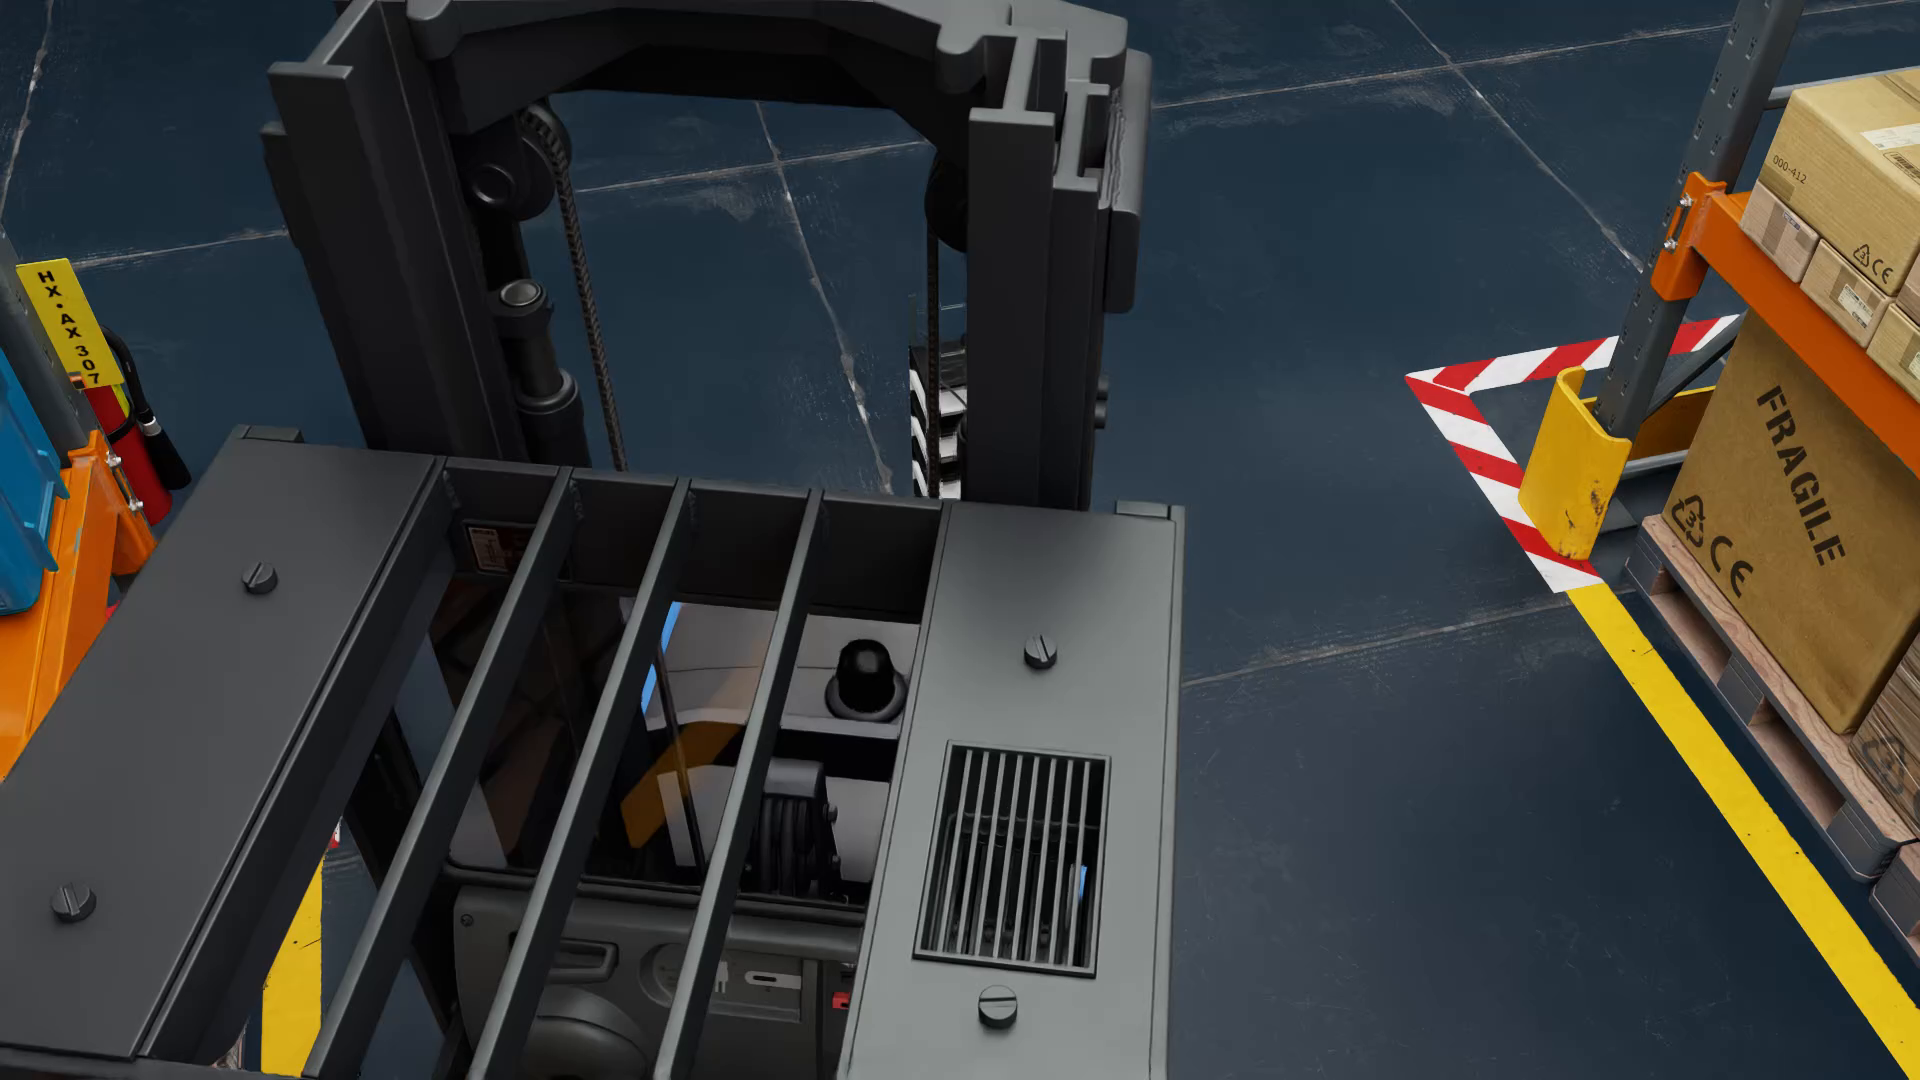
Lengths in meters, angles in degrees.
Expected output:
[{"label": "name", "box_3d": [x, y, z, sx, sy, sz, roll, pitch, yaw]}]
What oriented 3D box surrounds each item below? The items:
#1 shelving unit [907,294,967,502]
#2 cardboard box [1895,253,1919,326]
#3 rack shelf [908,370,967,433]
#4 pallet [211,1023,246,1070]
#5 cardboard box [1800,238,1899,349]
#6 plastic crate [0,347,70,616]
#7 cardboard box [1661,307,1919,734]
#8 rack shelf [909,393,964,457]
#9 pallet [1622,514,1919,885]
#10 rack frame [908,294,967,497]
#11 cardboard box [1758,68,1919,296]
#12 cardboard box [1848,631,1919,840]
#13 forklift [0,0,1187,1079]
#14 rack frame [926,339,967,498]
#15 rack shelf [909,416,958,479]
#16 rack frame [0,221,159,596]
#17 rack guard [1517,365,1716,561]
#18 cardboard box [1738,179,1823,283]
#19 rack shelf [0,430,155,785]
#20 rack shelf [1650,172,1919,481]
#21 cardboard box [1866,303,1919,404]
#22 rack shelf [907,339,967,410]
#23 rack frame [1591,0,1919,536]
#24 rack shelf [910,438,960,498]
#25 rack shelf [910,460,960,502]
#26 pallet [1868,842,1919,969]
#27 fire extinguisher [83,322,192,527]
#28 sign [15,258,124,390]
[{"label": "shelving unit", "box_3d": [-0.002, -0.321, 4.934, 0.258, 0.900, 0.210, -11, 47, -10]}, {"label": "cardboard box", "box_3d": [2.406, -0.496, 3.533, 0.500, 0.250, 0.500, -11, 47, -11]}, {"label": "rack shelf", "box_3d": [-0.002, -0.423, 4.829, 0.258, 0.077, 0.200, -11, 47, -10]}, {"label": "pallet", "box_3d": [-2.210, 1.275, 3.853, 1.003, 0.211, 1.213, -11, 47, -10]}, {"label": "cardboard box", "box_3d": [2.244, -0.613, 3.926, 0.380, 0.149, 0.250, -11, 47, -11]}, {"label": "plastic crate", "box_3d": [-2.117, -0.114, 3.195, 0.616, 0.435, 0.499, -11, 47, -10]}, {"label": "cardboard box", "box_3d": [2.646, -0.159, 4.500, 0.875, 0.875, 0.875, -11, 47, -10]}, {"label": "rack shelf", "box_3d": [-0.002, -0.360, 4.894, 0.258, 0.077, 0.200, -11, 47, -10]}, {"label": "pallet", "box_3d": [2.685, 0.330, 4.778, 1.003, 0.211, 1.213, -11, 47, -10]}, {"label": "rack frame", "box_3d": [-0.028, -0.391, 5.003, 0.240, 0.900, 0.006, -11, 47, -10]}, {"label": "cardboard box", "box_3d": [2.266, -0.854, 3.884, 0.500, 0.250, 0.500, -12, 47, -11]}, {"label": "cardboard box", "box_3d": [2.879, 0.469, 3.884, 0.875, 0.875, 0.875, -11, 47, -10]}, {"label": "forklift", "box_3d": [-0.328, 0.850, 2.365, 1.130, 2.935, 3.031, 5, 46, 5]}, {"label": "rack frame", "box_3d": [0.024, -0.250, 4.865, 0.240, 0.900, 0.006, -11, 47, -10]}, {"label": "rack shelf", "box_3d": [-0.002, -0.297, 4.958, 0.258, 0.077, 0.200, -11, 47, -10]}, {"label": "rack frame", "box_3d": [-2.383, -0.278, 3.422, 1.000, 3.000, 0.127, -11, 47, -10]}, {"label": "rack guard", "box_3d": [2.398, -0.325, 5.218, 1.175, 0.500, 0.348, -11, 47, -10]}, {"label": "cardboard box", "box_3d": [2.176, -0.790, 4.100, 0.380, 0.149, 0.250, -10, 46, -10]}, {"label": "rack shelf", "box_3d": [-1.871, 1.355, 2.326, 1.077, 0.370, 4.000, -11, 47, -10]}, {"label": "rack shelf", "box_3d": [2.917, 0.449, 3.213, 1.077, 0.370, 4.000, -11, 47, -10]}, {"label": "cardboard box", "box_3d": [2.309, -0.436, 3.753, 0.380, 0.149, 0.250, -12, 47, -11]}, {"label": "rack shelf", "box_3d": [-0.002, -0.486, 4.765, 0.258, 0.077, 0.200, -11, 47, -10]}, {"label": "rack frame", "box_3d": [2.405, -1.183, 4.309, 1.000, 3.000, 0.127, -11, 47, -10]}, {"label": "rack shelf", "box_3d": [-0.002, -0.234, 5.022, 0.258, 0.077, 0.200, -11, 47, -10]}, {"label": "rack shelf", "box_3d": [-0.002, -0.171, 5.086, 0.258, 0.077, 0.200, -11, 47, -10]}, {"label": "pallet", "box_3d": [2.994, 1.171, 3.954, 1.003, 0.211, 1.213, -11, 47, -10]}, {"label": "fire extinguisher", "box_3d": [-1.983, -0.307, 3.766, 0.296, 0.674, 0.183, -11, 47, -10]}, {"label": "sign", "box_3d": [-1.856, -0.447, 3.473, 0.100, 0.325, 0.005, -11, 47, -10]}]
